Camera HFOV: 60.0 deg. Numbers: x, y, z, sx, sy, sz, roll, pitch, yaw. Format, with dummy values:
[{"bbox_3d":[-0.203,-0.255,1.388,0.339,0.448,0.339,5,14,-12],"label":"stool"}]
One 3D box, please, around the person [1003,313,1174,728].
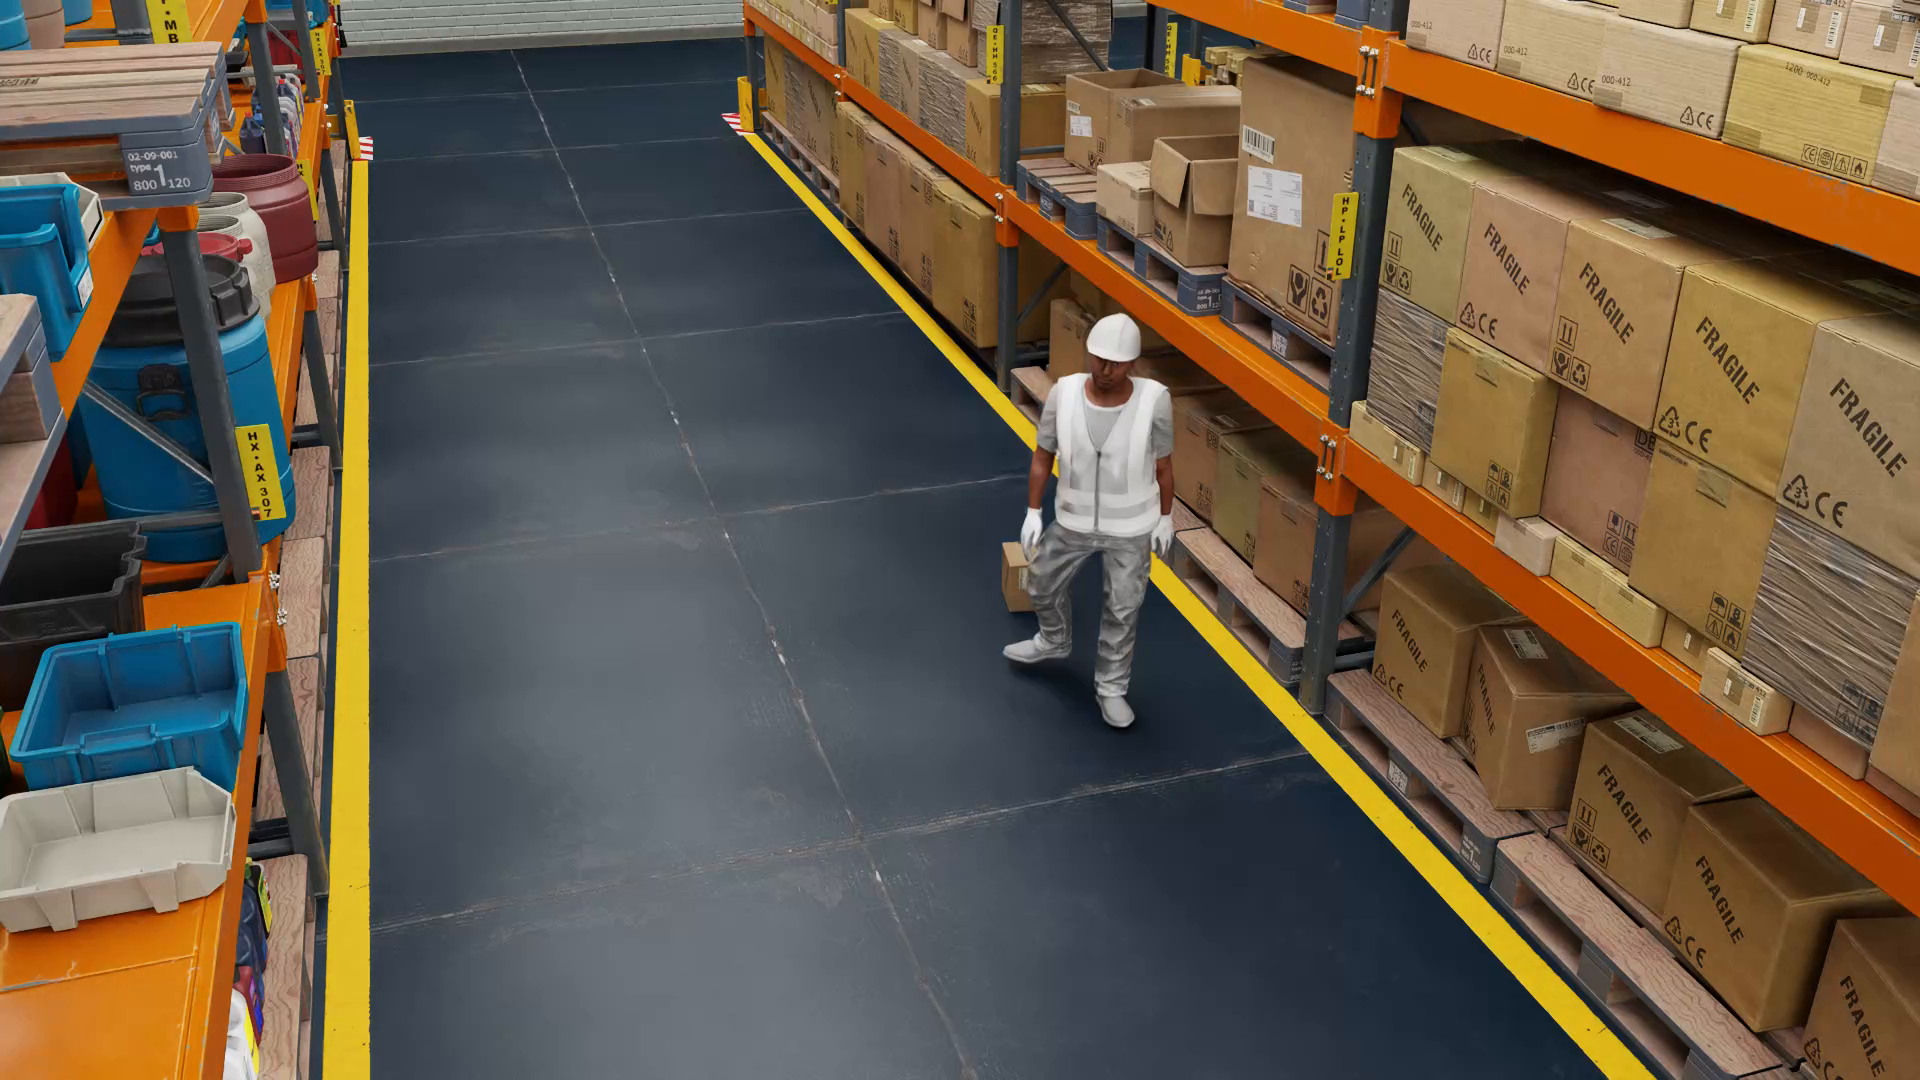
[{"bbox_3d":[0.502,-0.117,6.820,0.747,1.775,0.518,9,27,17],"label":"person"}]
